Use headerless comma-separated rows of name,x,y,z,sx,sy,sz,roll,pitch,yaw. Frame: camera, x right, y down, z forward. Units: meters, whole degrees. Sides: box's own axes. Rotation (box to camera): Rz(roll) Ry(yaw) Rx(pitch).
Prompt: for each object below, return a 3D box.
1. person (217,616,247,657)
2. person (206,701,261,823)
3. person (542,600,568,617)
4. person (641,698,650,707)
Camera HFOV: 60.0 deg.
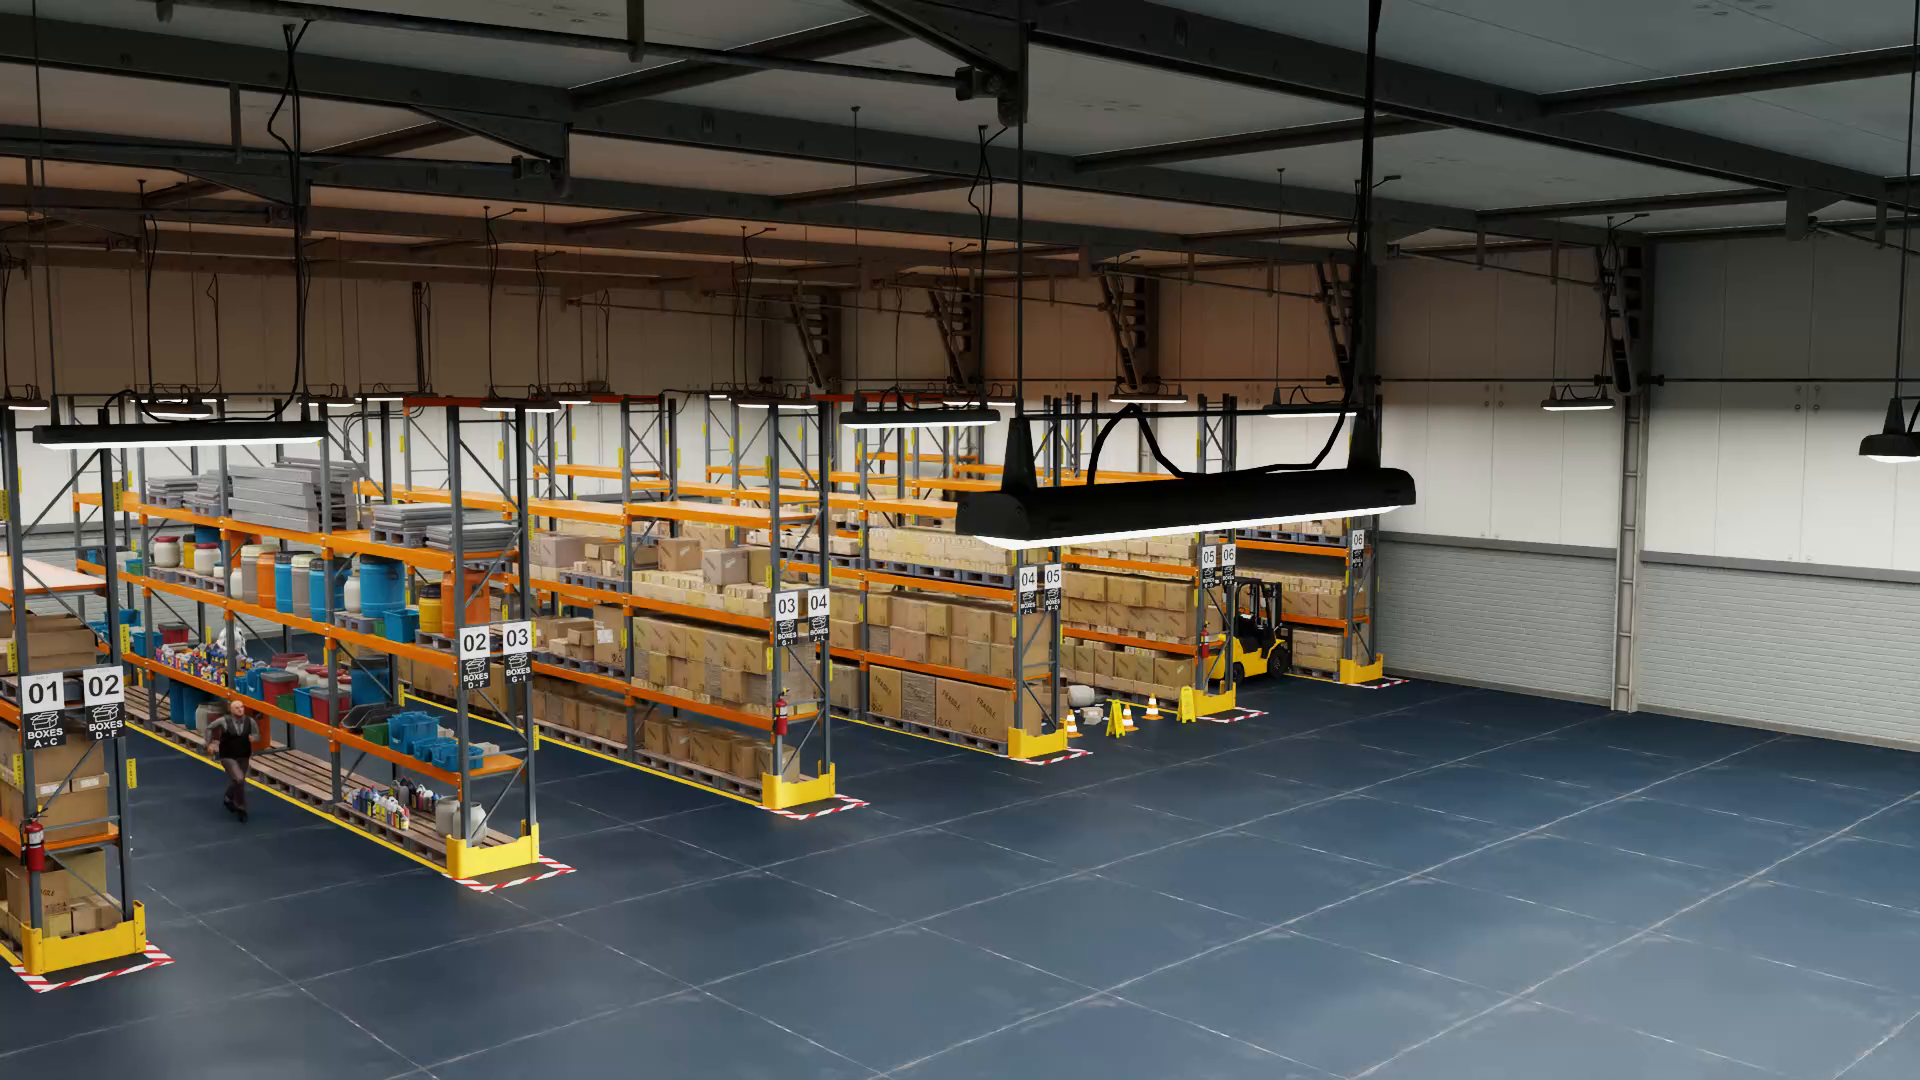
person,-14.617,2.301,33.362,0.692,1.662,0.614,4,7,38
person,-10.447,3.171,23.962,0.847,1.754,0.679,5,8,44
person,-9.940,1.485,41.307,0.653,1.732,0.739,3,6,32
person,-5.777,2.542,31.011,0.607,1.616,0.618,-5,7,-41
